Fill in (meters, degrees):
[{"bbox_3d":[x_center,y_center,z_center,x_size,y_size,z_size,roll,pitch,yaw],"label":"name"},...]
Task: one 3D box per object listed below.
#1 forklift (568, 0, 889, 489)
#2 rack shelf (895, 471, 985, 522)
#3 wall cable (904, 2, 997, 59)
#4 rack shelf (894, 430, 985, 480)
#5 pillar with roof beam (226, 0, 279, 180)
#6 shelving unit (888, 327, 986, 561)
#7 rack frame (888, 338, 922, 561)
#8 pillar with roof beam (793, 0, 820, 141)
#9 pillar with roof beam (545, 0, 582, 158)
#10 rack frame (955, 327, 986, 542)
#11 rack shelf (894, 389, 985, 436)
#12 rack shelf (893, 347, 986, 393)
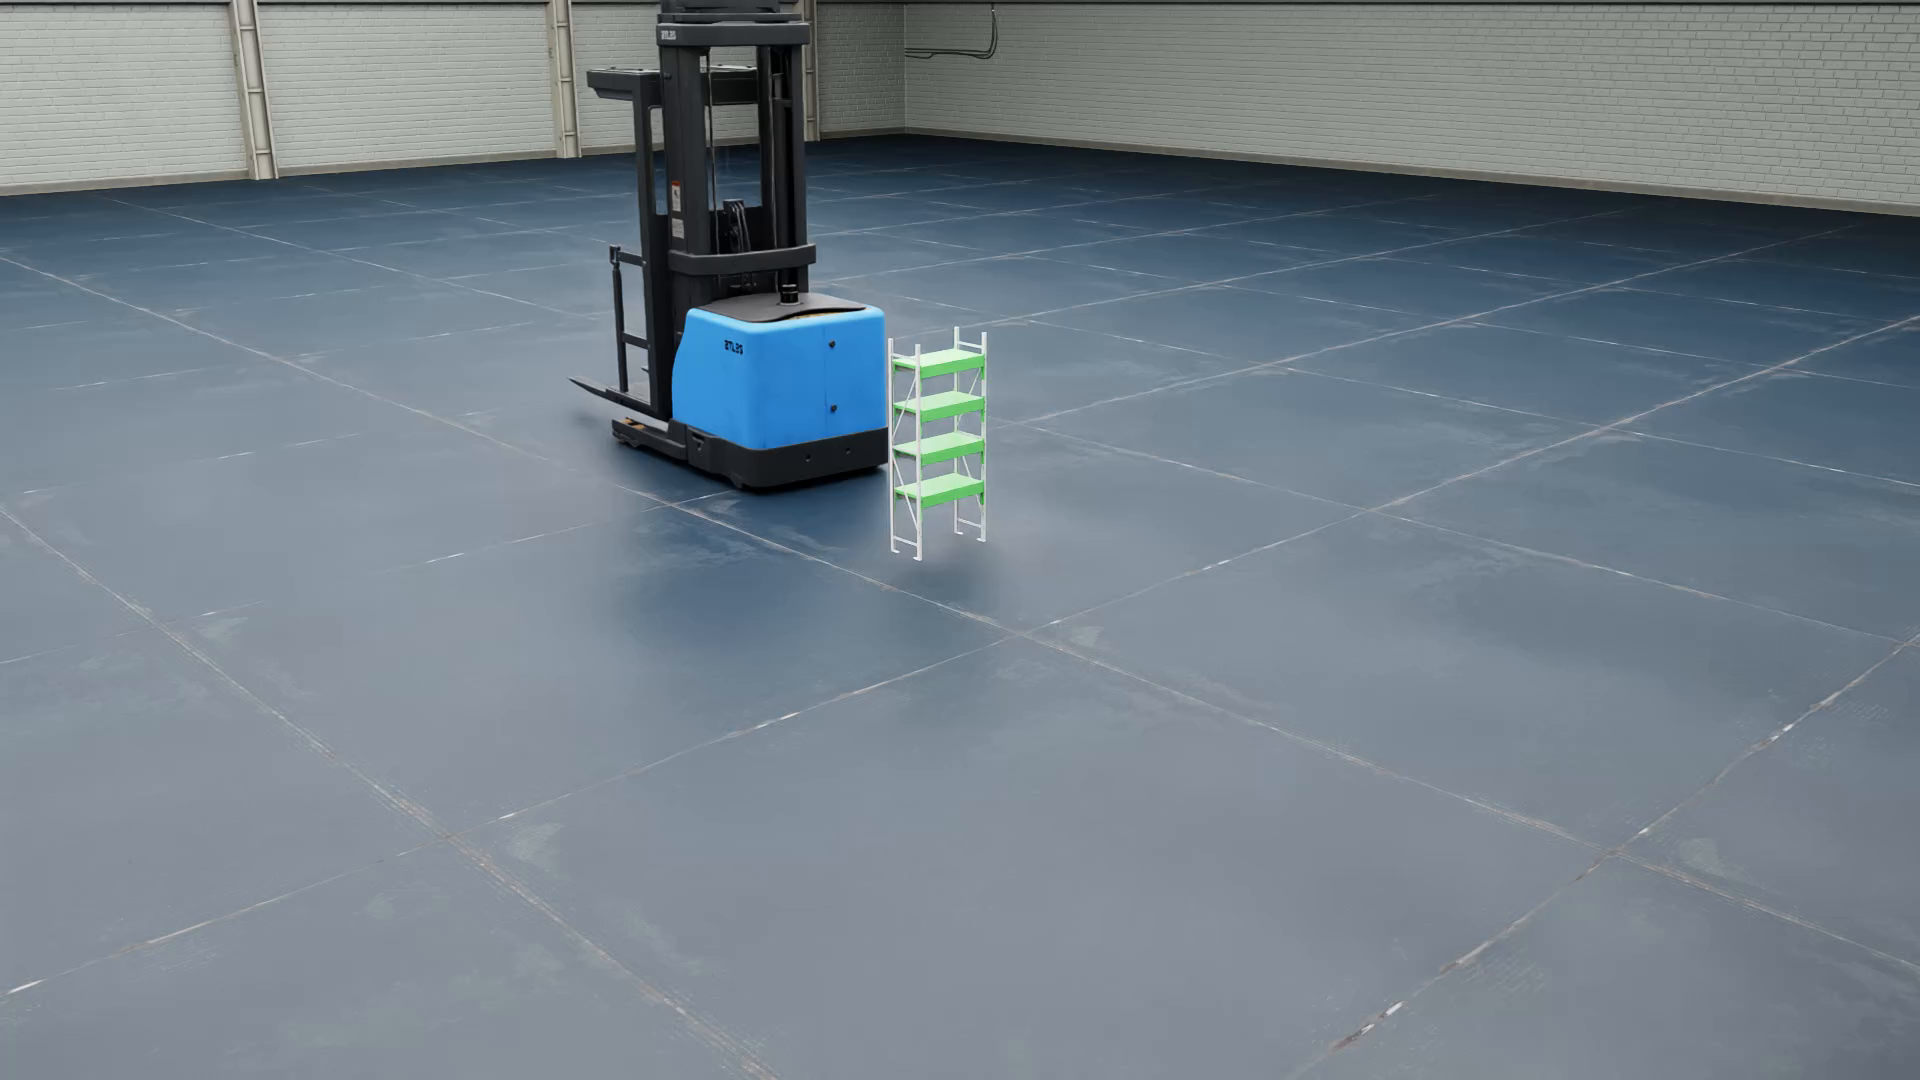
[{"bbox_3d":[-1.763,-2.103,11.220,1.130,2.935,3.031,-14,22,-36],"label":"forklift"},{"bbox_3d":[-0.120,-0.247,9.285,0.480,0.148,0.258,-16,24,-41],"label":"rack shelf"},{"bbox_3d":[-0.287,-11.936,36.742,0.112,2.526,3.097,-16,24,-41],"label":"wall cable"},{"bbox_3d":[-0.120,-0.475,9.211,0.480,0.148,0.258,-16,24,-41],"label":"rack shelf"},{"bbox_3d":[-9.098,-9.578,24.434,0.400,9.000,9.100,-16,24,-41],"label":"pillar with roof beam"},{"bbox_3d":[-0.120,-0.536,9.191,0.503,1.200,0.258,-16,24,-41],"label":"shelving unit"},{"bbox_3d":[-0.298,-0.484,9.032,0.015,1.200,0.240,-16,24,-41],"label":"rack frame"},{"bbox_3d":[-0.378,-12.120,32.277,0.400,9.000,9.100,-16,24,-41],"label":"pillar with roof beam"},{"bbox_3d":[-4.738,-10.849,28.355,0.400,9.000,9.100,-16,24,-41],"label":"pillar with roof beam"},{"bbox_3d":[0.057,-0.587,9.351,0.015,1.200,0.240,-16,24,-41],"label":"rack frame"},{"bbox_3d":[-0.120,-0.703,9.137,0.480,0.148,0.258,-16,24,-41],"label":"rack shelf"},{"bbox_3d":[-0.120,-0.931,9.063,0.480,0.148,0.258,-16,24,-41],"label":"rack shelf"}]
